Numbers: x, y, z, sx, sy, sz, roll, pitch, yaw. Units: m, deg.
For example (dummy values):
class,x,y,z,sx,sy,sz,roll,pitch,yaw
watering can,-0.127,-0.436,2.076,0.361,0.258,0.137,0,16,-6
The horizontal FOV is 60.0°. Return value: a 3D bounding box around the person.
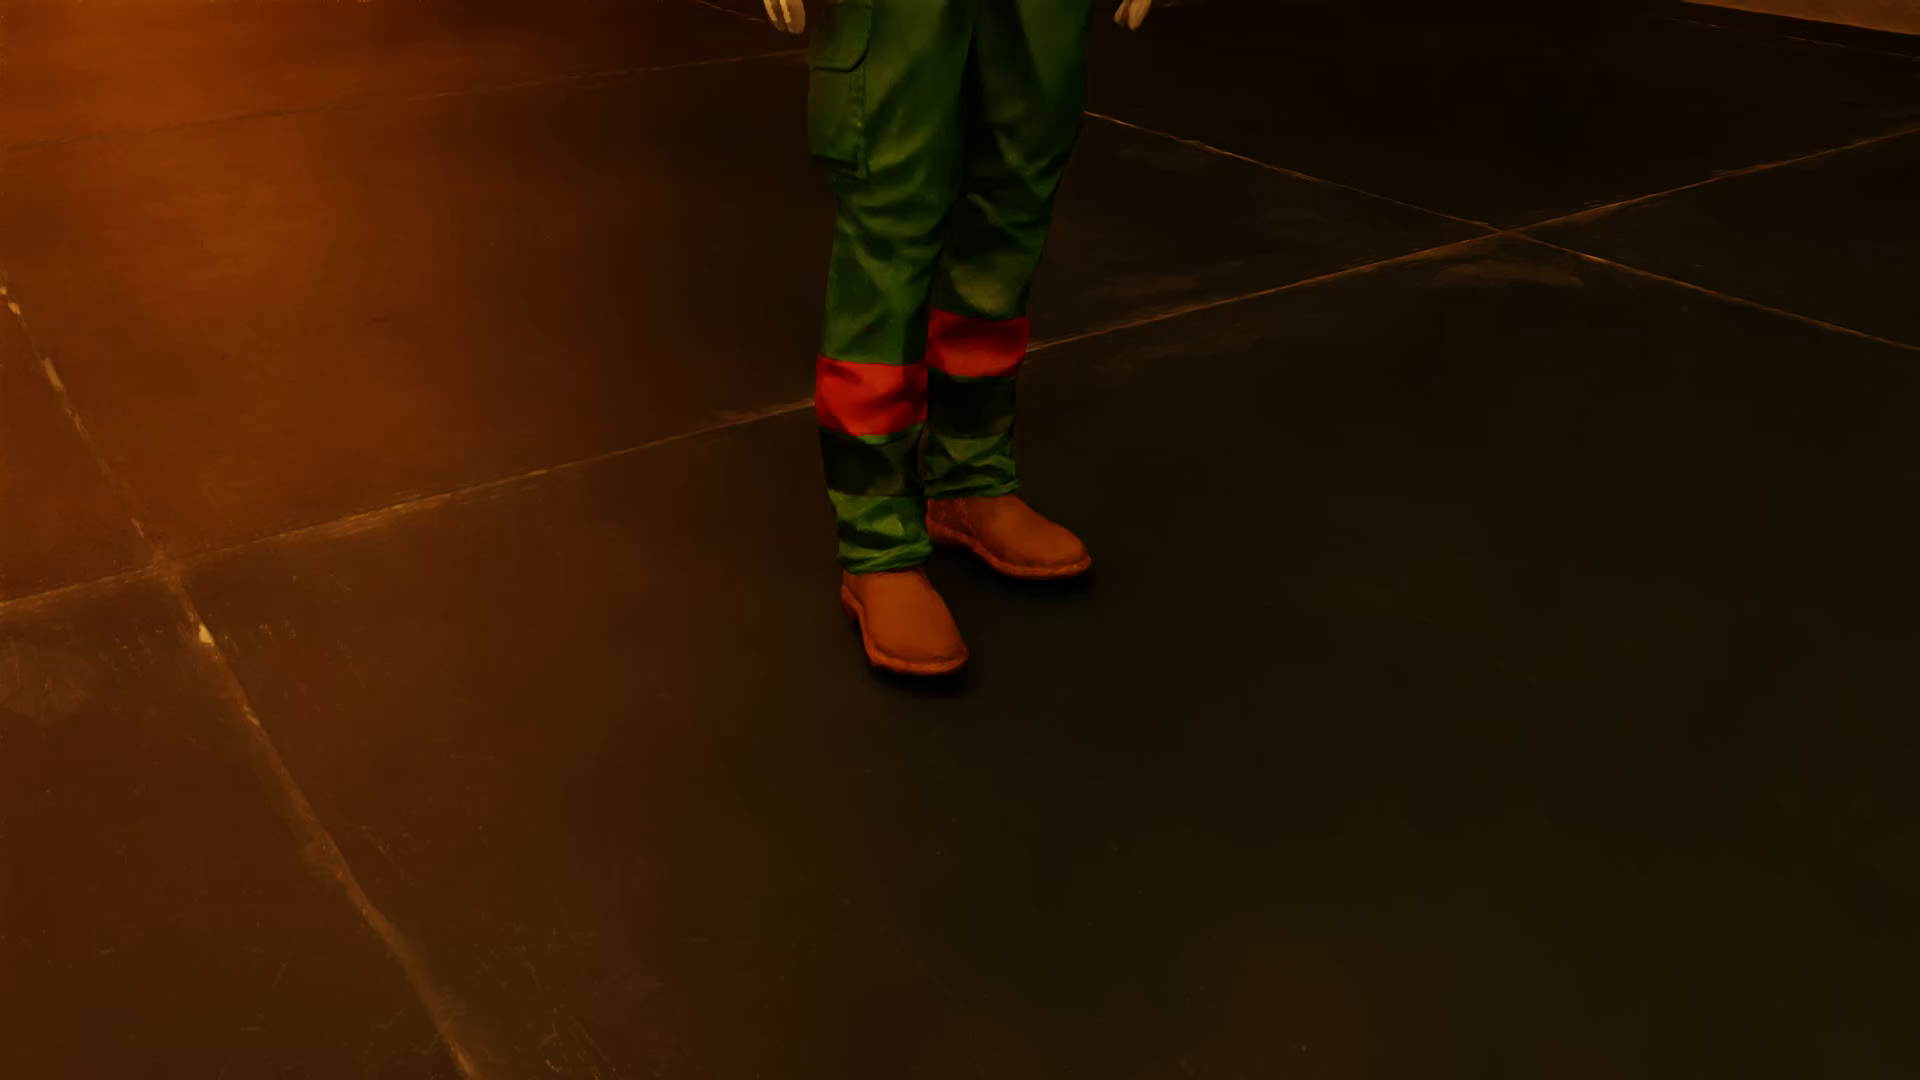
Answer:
class,x,y,z,sx,sy,sz,roll,pitch,yaw
person,0.036,-0.773,2.031,0.636,1.787,0.563,-17,31,-31
